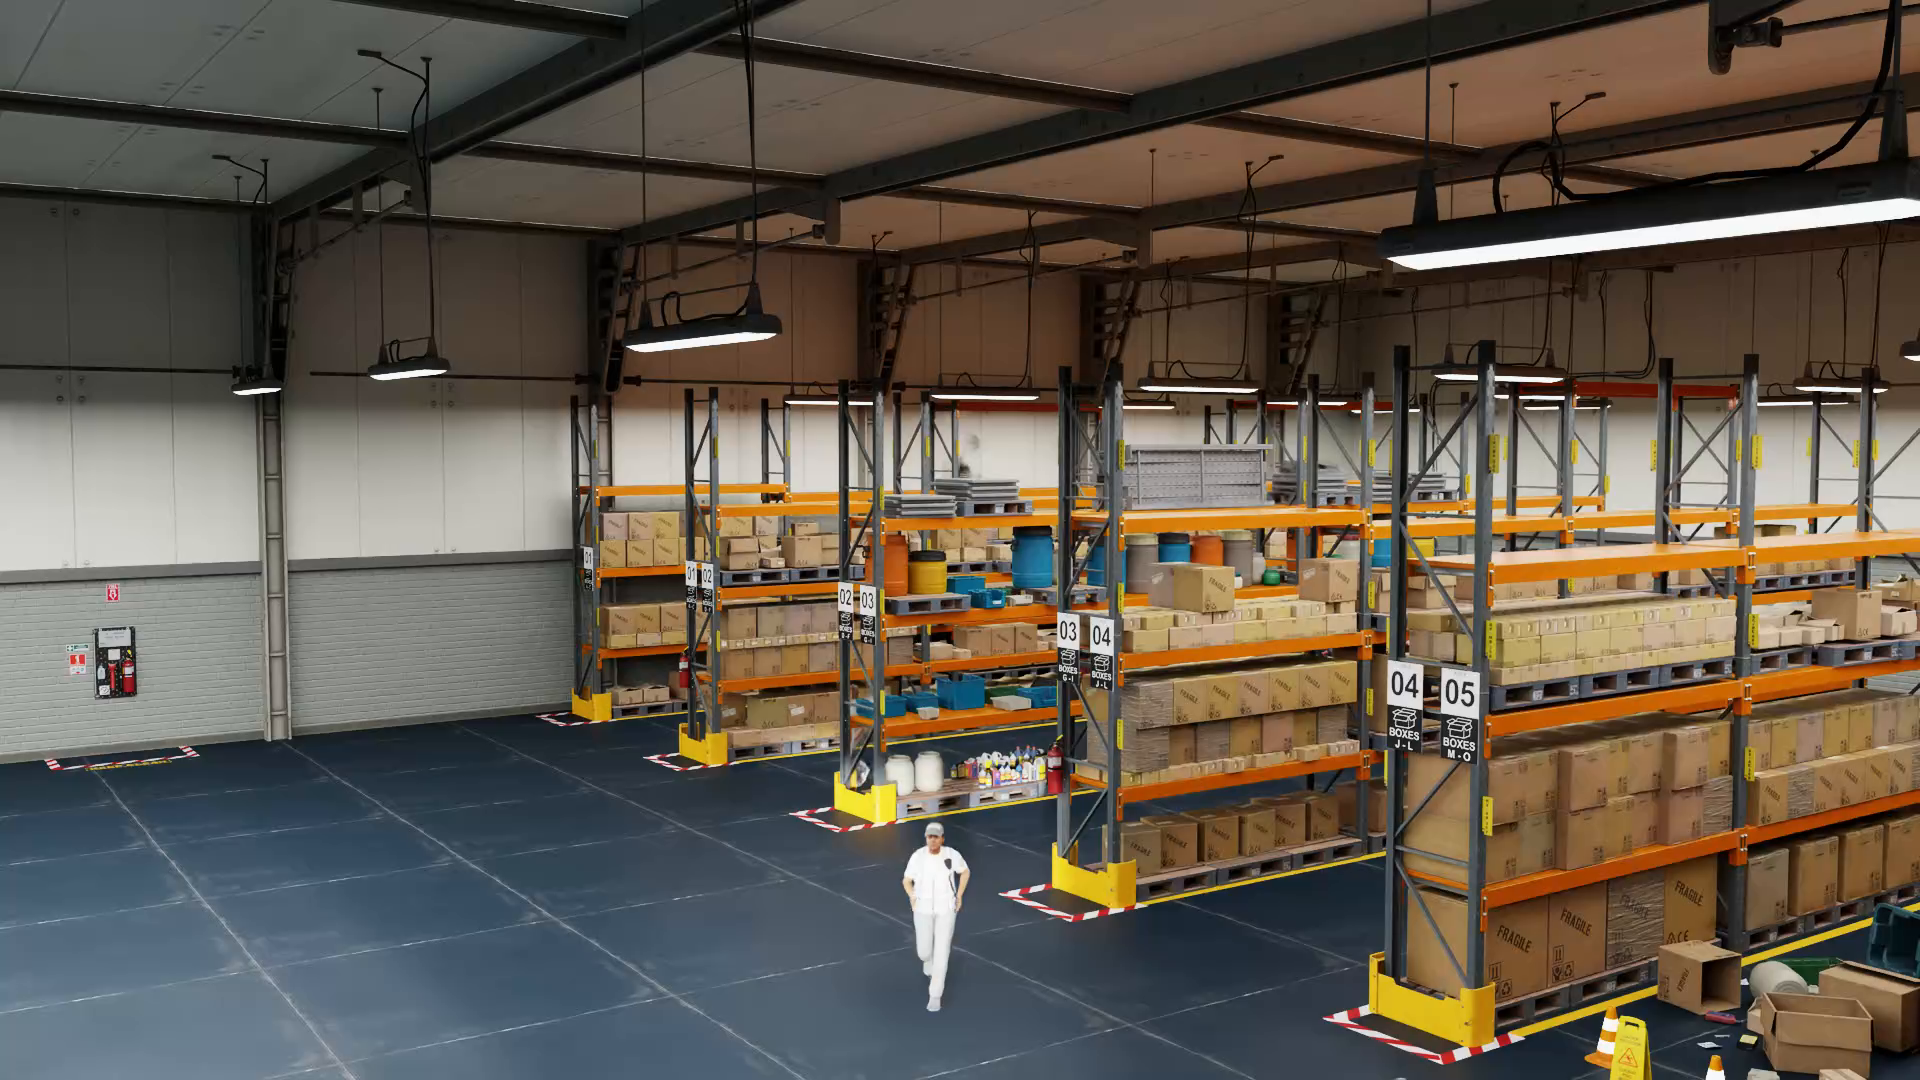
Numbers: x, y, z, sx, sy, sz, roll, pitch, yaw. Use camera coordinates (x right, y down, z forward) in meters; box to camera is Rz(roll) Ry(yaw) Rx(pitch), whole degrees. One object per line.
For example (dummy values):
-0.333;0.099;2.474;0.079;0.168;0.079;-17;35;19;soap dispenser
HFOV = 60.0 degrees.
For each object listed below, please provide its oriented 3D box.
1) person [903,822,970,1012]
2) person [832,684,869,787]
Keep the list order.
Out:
-0.226;3.433;15.399;0.609;1.663;0.823;0;3;5;person
-1.615;2.903;24.568;0.536;1.557;0.540;-2;4;-34;person
